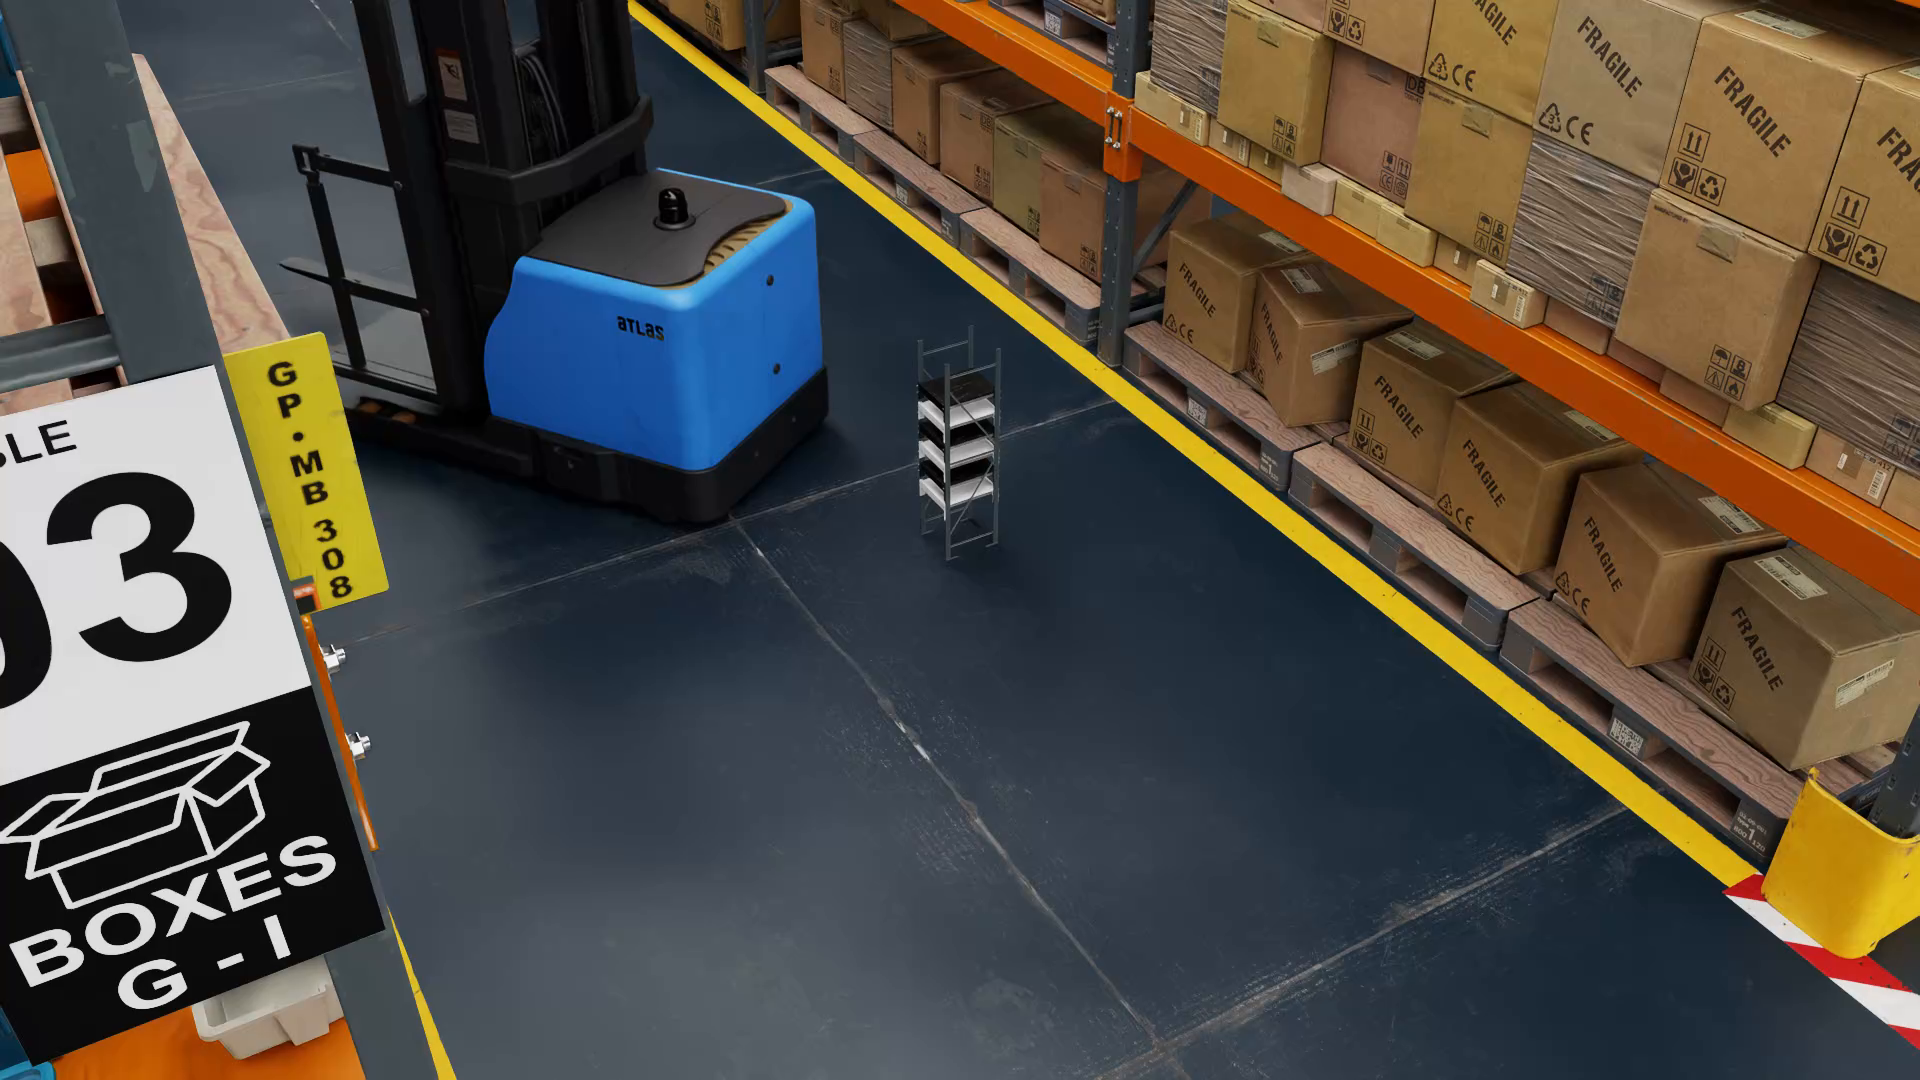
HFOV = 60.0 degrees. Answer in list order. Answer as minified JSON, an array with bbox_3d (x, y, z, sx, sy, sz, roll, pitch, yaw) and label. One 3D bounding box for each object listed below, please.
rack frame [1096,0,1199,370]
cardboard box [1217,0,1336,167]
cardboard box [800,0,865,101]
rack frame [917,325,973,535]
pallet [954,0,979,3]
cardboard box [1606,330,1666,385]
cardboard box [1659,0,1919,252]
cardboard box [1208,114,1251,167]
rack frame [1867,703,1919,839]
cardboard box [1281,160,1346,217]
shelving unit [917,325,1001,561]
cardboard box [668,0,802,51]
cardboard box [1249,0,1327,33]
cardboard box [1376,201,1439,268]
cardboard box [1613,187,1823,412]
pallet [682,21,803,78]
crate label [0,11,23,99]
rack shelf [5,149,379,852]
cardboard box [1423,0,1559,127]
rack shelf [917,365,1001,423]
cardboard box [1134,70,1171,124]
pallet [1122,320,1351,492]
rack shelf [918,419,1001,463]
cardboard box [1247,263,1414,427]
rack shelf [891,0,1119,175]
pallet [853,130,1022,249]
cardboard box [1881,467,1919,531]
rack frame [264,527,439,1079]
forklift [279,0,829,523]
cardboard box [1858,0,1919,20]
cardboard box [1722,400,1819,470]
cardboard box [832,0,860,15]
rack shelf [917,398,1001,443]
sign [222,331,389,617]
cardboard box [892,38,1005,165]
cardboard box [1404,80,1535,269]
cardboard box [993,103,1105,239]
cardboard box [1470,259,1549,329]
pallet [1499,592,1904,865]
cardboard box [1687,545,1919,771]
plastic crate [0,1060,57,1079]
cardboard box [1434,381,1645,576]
[{"bbox_3d":[1.114,-2.194,7.211,1.000,3.000,0.127,-19,40,-24],"label":"rack frame"},{"bbox_3d":[1.508,-1.842,6.391,0.875,0.500,0.500,-19,40,-24],"label":"cardboard box"},{"bbox_3d":[-0.541,-3.067,10.152,0.700,0.500,0.500,-21,41,-26],"label":"cardboard box"},{"bbox_3d":[-0.055,-0.419,6.561,0.240,0.900,0.006,-19,40,-24],"label":"rack frame"},{"bbox_3d":[0.135,-3.159,8.695,1.003,0.211,1.213,-19,40,-24],"label":"pallet"},{"bbox_3d":[2.305,-0.649,5.308,0.380,0.149,0.250,-19,40,-24],"label":"cardboard box"},{"bbox_3d":[2.378,-1.179,4.637,0.500,0.500,0.500,-19,40,-24],"label":"cardboard box"},{"bbox_3d":[1.226,-1.644,6.670,0.380,0.149,0.250,-19,40,-24],"label":"cardboard box"},{"bbox_3d":[3.124,-0.155,4.418,1.000,3.000,0.127,-19,40,-24],"label":"rack frame"},{"bbox_3d":[1.450,-1.379,6.308,0.380,0.149,0.250,-19,40,-24],"label":"cardboard box"},{"bbox_3d":[-0.004,-0.368,6.490,0.258,0.900,0.210,-19,40,-24],"label":"shelving unit"},{"bbox_3d":[-1.224,-3.904,10.997,1.225,0.875,0.875,-21,41,-26],"label":"cardboard box"},{"bbox_3d":[1.373,-2.199,6.033,0.500,0.500,0.500,-19,40,-24],"label":"cardboard box"},{"bbox_3d":[1.727,-1.133,5.971,0.380,0.149,0.250,-19,40,-24],"label":"cardboard box"},{"bbox_3d":[2.516,-0.823,4.997,0.875,0.500,0.500,-19,40,-24],"label":"cardboard box"},{"bbox_3d":[-1.226,-3.533,11.408,1.003,0.211,1.213,-19,40,-24],"label":"pallet"},{"bbox_3d":[-1.813,-0.891,3.009,0.502,0.251,0.408,-19,40,-24],"label":"crate label"},{"bbox_3d":[-2.163,-0.628,3.133,1.077,0.370,4.000,-19,40,-24],"label":"rack shelf"},{"bbox_3d":[1.885,-1.693,5.339,0.500,0.500,0.500,-19,40,-24],"label":"cardboard box"},{"bbox_3d":[-0.004,-0.559,6.351,0.258,0.077,0.200,-19,40,-24],"label":"rack shelf"},{"bbox_3d":[0.962,-1.894,7.013,0.380,0.149,0.250,-19,40,-24],"label":"cardboard box"},{"bbox_3d":[1.482,-0.736,7.579,1.003,0.211,1.213,-19,40,-24],"label":"pallet"},{"bbox_3d":[-0.004,-0.413,6.457,0.258,0.077,0.200,-19,40,-24],"label":"rack shelf"},{"bbox_3d":[1.575,-0.849,7.132,0.500,0.500,0.500,-7,37,-9],"label":"cardboard box"},{"bbox_3d":[0.109,-2.924,8.820,1.077,0.370,4.000,-19,40,-24],"label":"rack shelf"},{"bbox_3d":[0.105,-2.088,9.430,1.003,0.211,1.213,-19,40,-24],"label":"pallet"},{"bbox_3d":[2.802,-0.137,4.608,0.380,0.149,0.250,-19,40,-24],"label":"cardboard box"},{"bbox_3d":[-1.159,1.313,2.409,1.000,3.000,0.127,-19,40,-24],"label":"rack frame"},{"bbox_3d":[-2.139,-1.843,6.789,3.031,2.935,1.130,16,39,21],"label":"forklift"},{"bbox_3d":[2.838,-1.337,4.853,0.500,0.500,0.500,-19,40,-24],"label":"cardboard box"},{"bbox_3d":[2.507,-0.377,4.936,0.380,0.149,0.250,-19,40,-24],"label":"cardboard box"},{"bbox_3d":[-0.533,-3.373,9.935,0.500,0.250,0.500,-17,40,-22],"label":"cardboard box"},{"bbox_3d":[-0.004,-0.486,6.404,0.258,0.077,0.200,-19,40,-24],"label":"rack shelf"},{"bbox_3d":[-0.681,-0.063,1.742,0.100,0.325,0.005,-19,40,-24],"label":"sign"},{"bbox_3d":[0.039,-2.501,9.377,0.700,0.500,0.500,-16,39,-20],"label":"cardboard box"},{"bbox_3d":[2.061,-1.349,5.717,0.875,0.500,0.500,-19,40,-24],"label":"cardboard box"},{"bbox_3d":[0.601,-1.931,8.597,0.700,0.500,0.500,-19,40,-24],"label":"cardboard box"},{"bbox_3d":[1.958,-0.871,5.612,0.380,0.149,0.250,-19,40,-24],"label":"cardboard box"},{"bbox_3d":[2.708,0.508,5.876,1.003,0.211,1.213,-19,40,-24],"label":"pallet"},{"bbox_3d":[2.825,0.362,5.475,0.500,0.500,0.500,-12,38,-16],"label":"cardboard box"},{"bbox_3d":[-1.669,1.207,2.681,0.499,0.251,0.616,-19,40,-24],"label":"plastic crate"},{"bbox_3d":[2.196,-0.258,6.323,0.500,0.500,0.500,-15,39,-20],"label":"cardboard box"}]
